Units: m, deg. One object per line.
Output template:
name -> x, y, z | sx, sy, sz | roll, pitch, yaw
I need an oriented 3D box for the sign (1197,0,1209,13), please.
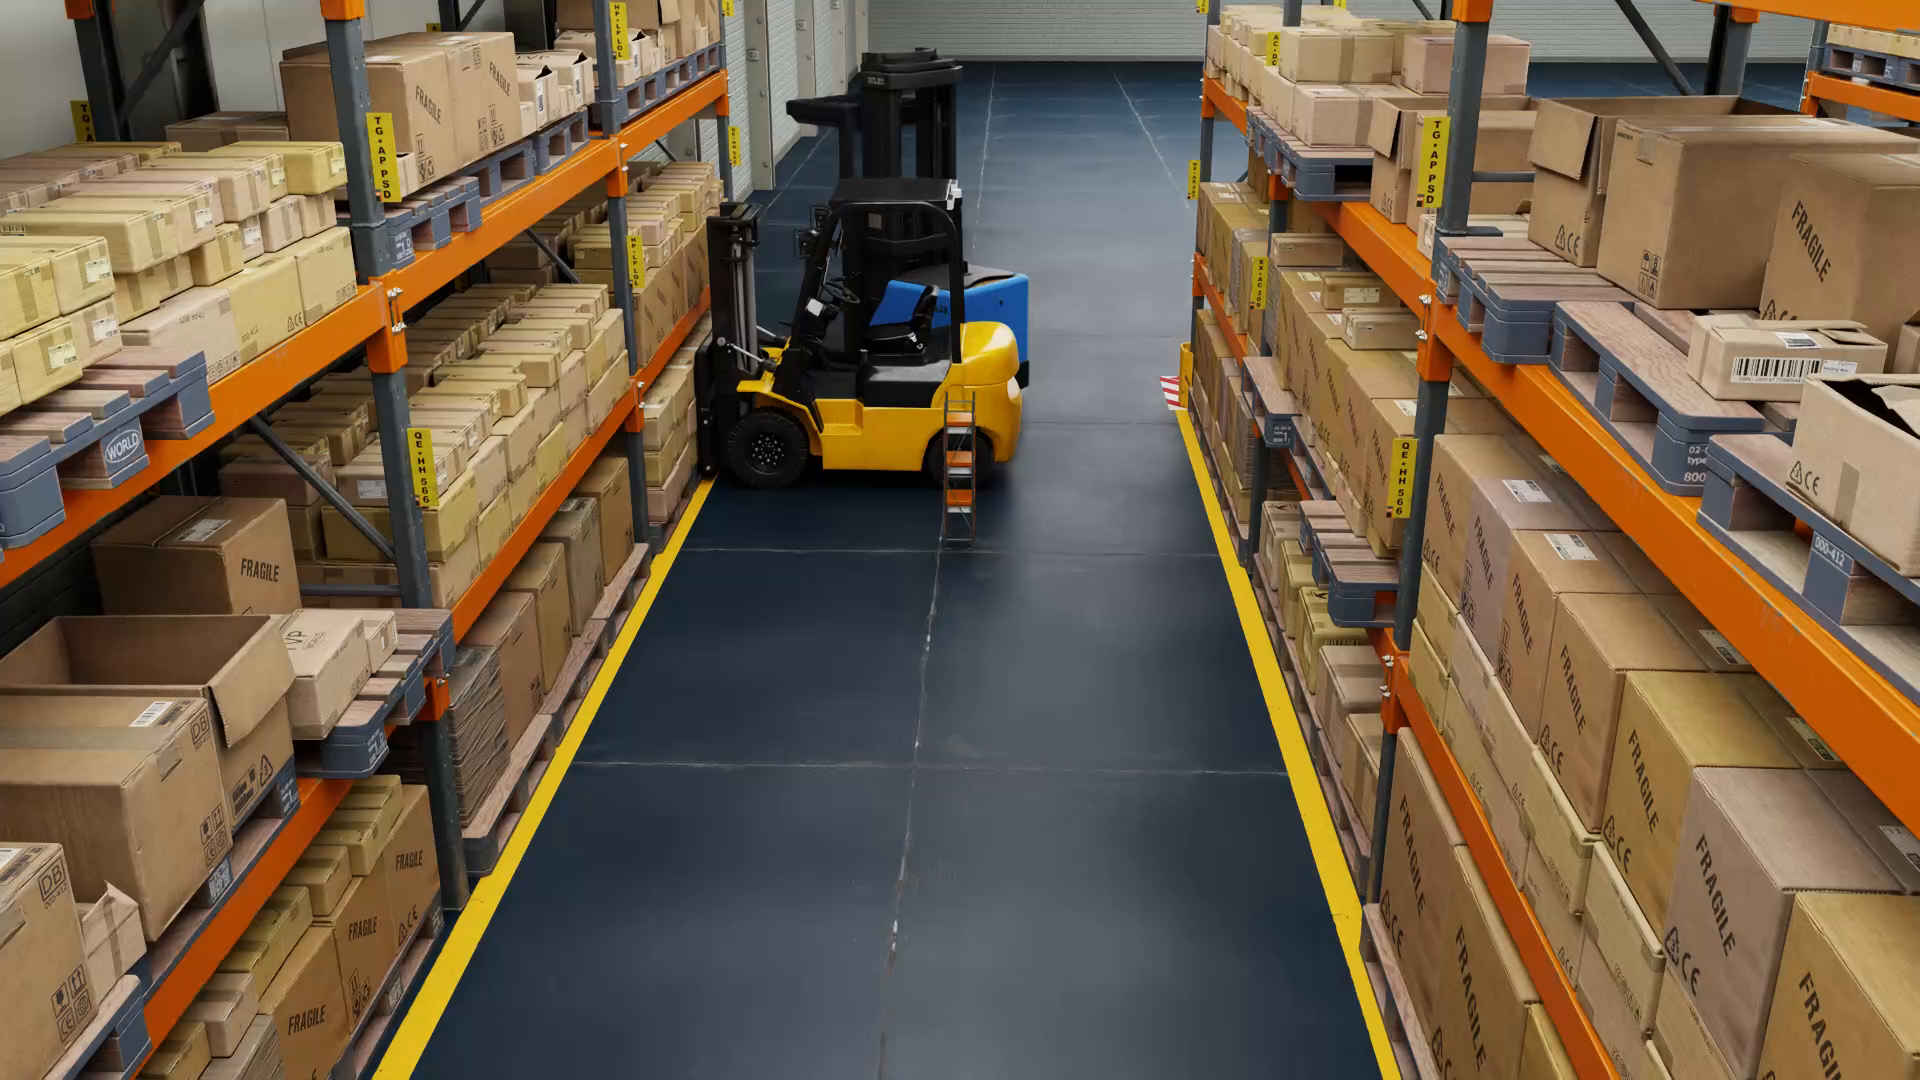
sign -> 1.975, -4.439, 13.466 | 0.100, 0.325, 0.005 | 1, 21, 2

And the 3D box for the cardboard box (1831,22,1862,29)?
cardboard box -> 7.197, -4.147, 13.000 | 0.500, 0.250, 0.500 | 1, 21, 2

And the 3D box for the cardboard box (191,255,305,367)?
cardboard box -> -2.475, -0.746, 5.365 | 0.500, 0.250, 0.500 | 1, 21, 2

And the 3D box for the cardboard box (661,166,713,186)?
cardboard box -> -2.220, -2.946, 13.529 | 0.380, 0.149, 0.250 | 1, 21, 2

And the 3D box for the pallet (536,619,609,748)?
pallet -> -2.583, 0.775, 9.239 | 1.003, 0.211, 1.213 | 1, 21, 2

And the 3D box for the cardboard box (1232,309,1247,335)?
cardboard box -> 2.129, -1.550, 11.725 | 0.380, 0.149, 0.250 | 0, 21, 1

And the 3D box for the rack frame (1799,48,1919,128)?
rack frame -> 7.469, -2.609, 14.106 | 1.000, 3.000, 0.127 | 1, 21, 2

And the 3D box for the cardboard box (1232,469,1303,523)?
cardboard box -> 2.145, -0.311, 11.404 | 0.500, 0.250, 0.500 | 2, 21, 4

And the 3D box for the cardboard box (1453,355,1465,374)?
cardboard box -> 2.538, -0.656, 7.943 | 0.500, 0.500, 0.500 | 1, 21, 3

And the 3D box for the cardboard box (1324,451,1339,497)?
cardboard box -> 1.958, -0.314, 7.958 | 0.380, 0.149, 0.250 | 1, 21, 3

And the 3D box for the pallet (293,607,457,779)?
pallet -> -2.638, 0.548, 6.235 | 1.213, 0.211, 1.003 | 1, 21, 2

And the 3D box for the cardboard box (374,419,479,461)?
cardboard box -> -2.394, -0.438, 7.477 | 0.380, 0.149, 0.250 | 1, 21, 3

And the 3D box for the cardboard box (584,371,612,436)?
cardboard box -> -2.329, -0.797, 9.643 | 0.500, 0.250, 0.500 | 1, 21, 1

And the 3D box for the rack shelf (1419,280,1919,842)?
rack shelf -> 2.214, -0.074, 4.421 | 1.077, 0.370, 4.000 | 1, 21, 2

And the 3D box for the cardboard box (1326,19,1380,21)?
cardboard box -> 2.790, -3.599, 11.757 | 0.380, 0.149, 0.250 | 1, 21, 3

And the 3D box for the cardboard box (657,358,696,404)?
cardboard box -> -2.208, -1.150, 12.184 | 0.500, 0.250, 0.500 | 1, 21, 3

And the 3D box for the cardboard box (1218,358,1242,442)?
cardboard box -> 2.174, -1.029, 12.219 | 0.500, 0.500, 0.500 | 2, 21, 4

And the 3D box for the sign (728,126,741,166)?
sign -> -1.902, -3.319, 14.009 | 0.100, 0.325, 0.005 | 1, 21, 2

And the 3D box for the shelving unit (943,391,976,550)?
shelving unit -> -0.002, -0.470, 11.289 | 0.215, 1.050, 0.252 | 1, 21, 2

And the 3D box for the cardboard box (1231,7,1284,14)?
cardboard box -> 2.311, -4.062, 12.950 | 0.380, 0.149, 0.250 | 1, 21, 1

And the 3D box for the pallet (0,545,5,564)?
pallet -> -2.719, 0.113, 3.204 | 1.213, 0.211, 1.003 | 1, 21, 2

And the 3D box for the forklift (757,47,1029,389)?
forklift -> -0.837, -2.902, 14.956 | 3.031, 2.935, 1.130 | 17, 27, 37

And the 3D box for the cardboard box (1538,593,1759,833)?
cardboard box -> 1.960, 0.477, 4.631 | 0.500, 0.500, 0.500 | 1, 21, 2

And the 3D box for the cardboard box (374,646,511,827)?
cardboard box -> -2.654, 0.899, 7.769 | 0.875, 0.625, 0.625 | 1, 21, 3

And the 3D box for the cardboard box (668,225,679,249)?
cardboard box -> -2.225, -2.158, 11.908 | 0.380, 0.149, 0.250 | 0, 21, 0

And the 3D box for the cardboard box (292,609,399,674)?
cardboard box -> -2.324, 0.376, 6.181 | 0.380, 0.149, 0.250 | 1, 21, 3

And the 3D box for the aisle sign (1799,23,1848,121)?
aisle sign -> 7.171, -3.850, 13.710 | 0.394, 0.787, 0.004 | 1, 21, 2

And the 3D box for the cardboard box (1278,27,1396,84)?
cardboard box -> 1.973, -2.551, 8.745 | 0.500, 0.250, 0.500 | 0, 21, 0

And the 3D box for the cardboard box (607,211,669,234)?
cardboard box -> -2.251, -2.207, 11.625 | 0.380, 0.149, 0.250 | 0, 21, 1

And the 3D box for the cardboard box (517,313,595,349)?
cardboard box -> -2.279, -1.179, 9.385 | 0.380, 0.149, 0.250 | 0, 21, 0

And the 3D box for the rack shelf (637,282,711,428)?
rack shelf -> -2.505, -1.621, 12.556 | 1.077, 0.370, 4.000 | 1, 21, 2

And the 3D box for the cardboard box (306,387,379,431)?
cardboard box -> -2.891, -0.628, 7.966 | 0.380, 0.149, 0.250 | 1, 21, 1

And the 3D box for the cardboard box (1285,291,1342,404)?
cardboard box -> 2.052, -1.035, 8.921 | 0.500, 0.500, 0.500 | 1, 21, 1

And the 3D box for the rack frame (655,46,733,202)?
rack frame -> -2.444, -2.680, 14.289 | 1.000, 3.000, 0.127 | 1, 21, 2

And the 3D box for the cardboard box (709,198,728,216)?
cardboard box -> -2.196, -2.546, 13.805 | 0.500, 0.500, 0.500 | 0, 21, 0

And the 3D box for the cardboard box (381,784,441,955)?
cardboard box -> -2.485, 1.337, 6.810 | 0.500, 0.500, 0.500 | 1, 21, 3

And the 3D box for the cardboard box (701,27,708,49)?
cardboard box -> -2.165, -3.901, 12.917 | 0.380, 0.149, 0.250 | 0, 21, 0

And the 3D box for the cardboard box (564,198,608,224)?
cardboard box -> -2.748, -2.394, 12.106 | 0.380, 0.149, 0.250 | 1, 21, 3

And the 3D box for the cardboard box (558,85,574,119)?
cardboard box -> -2.295, -2.356, 8.937 | 0.380, 0.149, 0.250 | 1, 21, 1

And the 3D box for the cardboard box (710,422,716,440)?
cardboard box -> -2.184, -0.872, 12.850 | 0.500, 0.250, 0.500 | 1, 21, 3

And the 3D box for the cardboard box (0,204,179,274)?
cardboard box -> -2.441, -0.844, 4.655 | 0.380, 0.149, 0.250 | 1, 21, 2

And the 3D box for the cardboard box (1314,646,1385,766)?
cardboard box -> 2.316, 0.824, 8.311 | 0.950, 0.372, 0.625 | 0, 21, 1

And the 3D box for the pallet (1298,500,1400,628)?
pallet -> 2.190, 0.096, 7.399 | 1.213, 0.211, 1.003 | 1, 21, 2

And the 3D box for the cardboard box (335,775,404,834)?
cardboard box -> -2.449, 1.061, 6.626 | 0.380, 0.149, 0.250 | 0, 21, -1

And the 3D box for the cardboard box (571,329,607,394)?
cardboard box -> -2.333, -1.030, 9.554 | 0.500, 0.250, 0.500 | 0, 21, 0

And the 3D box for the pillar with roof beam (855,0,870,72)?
pillar with roof beam -> 1.850, -16.035, 40.414 | 9.100, 9.000, 0.400 | 1, 21, 2

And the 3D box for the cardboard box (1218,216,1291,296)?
cardboard box -> 2.192, -2.088, 12.215 | 0.500, 0.500, 0.500 | 0, 21, 1

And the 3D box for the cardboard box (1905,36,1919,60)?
cardboard box -> 7.099, -3.556, 12.028 | 0.380, 0.149, 0.250 | 0, 21, 1

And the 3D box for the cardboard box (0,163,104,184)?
cardboard box -> -3.018, -1.130, 5.393 | 0.380, 0.149, 0.250 | 1, 21, 1

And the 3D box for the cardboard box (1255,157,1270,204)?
cardboard box -> 2.698, -2.908, 12.946 | 0.700, 0.500, 0.500 | 1, 21, 2

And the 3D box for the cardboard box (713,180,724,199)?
cardboard box -> -2.174, -2.901, 13.823 | 0.380, 0.149, 0.250 | 1, 21, 2

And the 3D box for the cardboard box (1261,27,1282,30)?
cardboard box -> 2.204, -3.327, 11.056 | 0.380, 0.149, 0.250 | 0, 21, 1

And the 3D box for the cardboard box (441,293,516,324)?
cardboard box -> -2.851, -1.362, 9.856 | 0.380, 0.149, 0.250 | 0, 21, 0

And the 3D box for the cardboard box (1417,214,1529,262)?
cardboard box -> 2.074, -1.222, 6.731 | 0.380, 0.149, 0.250 | 1, 21, 2

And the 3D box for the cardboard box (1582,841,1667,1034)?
cardboard box -> 1.941, 1.019, 4.273 | 0.500, 0.250, 0.500 | 1, 21, 3

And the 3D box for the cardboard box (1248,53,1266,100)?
cardboard box -> 2.155, -2.993, 10.745 | 0.500, 0.250, 0.500 | 0, 21, 1
